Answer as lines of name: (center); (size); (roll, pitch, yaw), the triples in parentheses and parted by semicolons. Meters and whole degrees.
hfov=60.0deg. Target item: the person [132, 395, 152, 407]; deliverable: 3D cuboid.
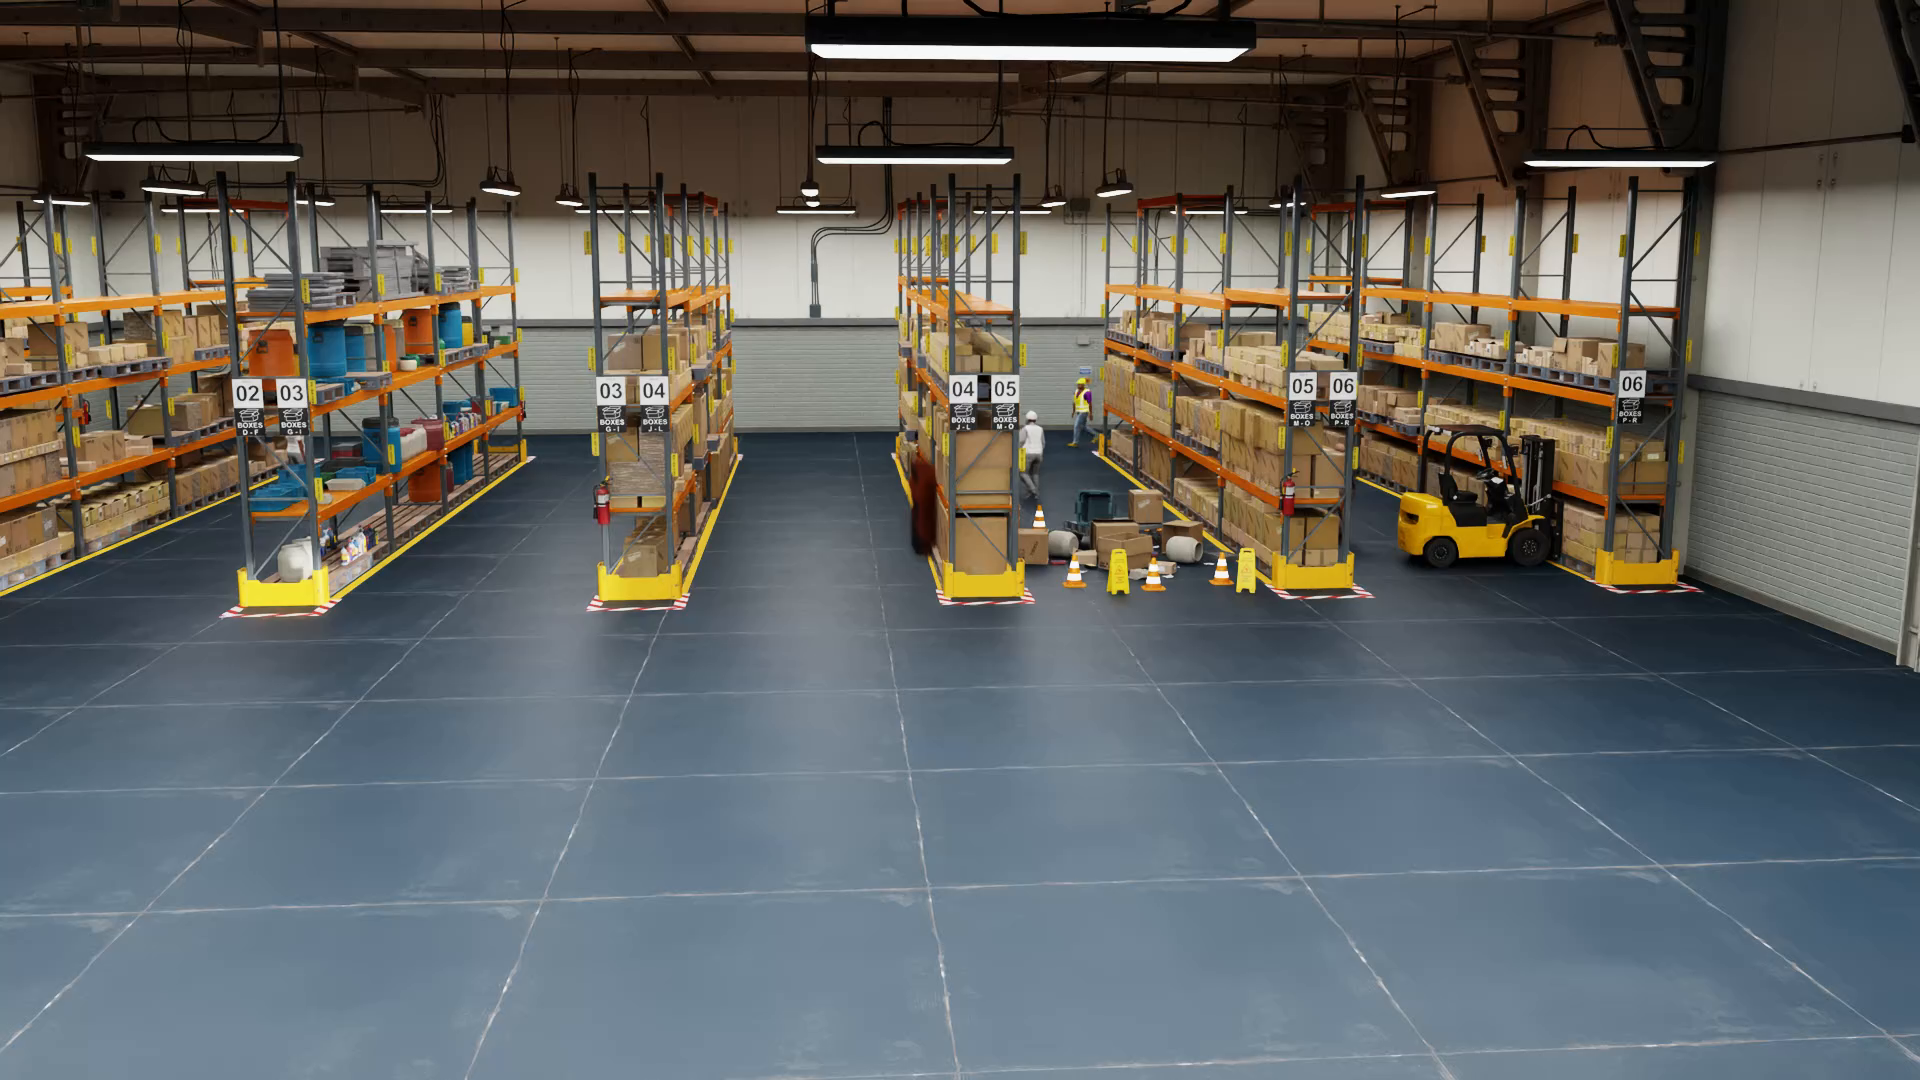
person: (-19.205, -2.658, 39.213); (0.573, 1.587, 0.694); (1, 10, 5)

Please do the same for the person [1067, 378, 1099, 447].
person: (3.119, -3.227, 41.975); (0.961, 1.732, 0.542); (-3, 11, -18)

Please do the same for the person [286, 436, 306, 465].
person: (-13.492, -1.734, 33.723); (0.503, 1.676, 0.463); (6, 12, 32)

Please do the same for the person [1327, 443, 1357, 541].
person: (6.577, -0.809, 28.508); (0.606, 1.676, 0.635); (-4, 11, -22)

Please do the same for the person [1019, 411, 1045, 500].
person: (1.457, -1.698, 33.325); (0.594, 1.751, 0.628); (-6, 12, -29)
